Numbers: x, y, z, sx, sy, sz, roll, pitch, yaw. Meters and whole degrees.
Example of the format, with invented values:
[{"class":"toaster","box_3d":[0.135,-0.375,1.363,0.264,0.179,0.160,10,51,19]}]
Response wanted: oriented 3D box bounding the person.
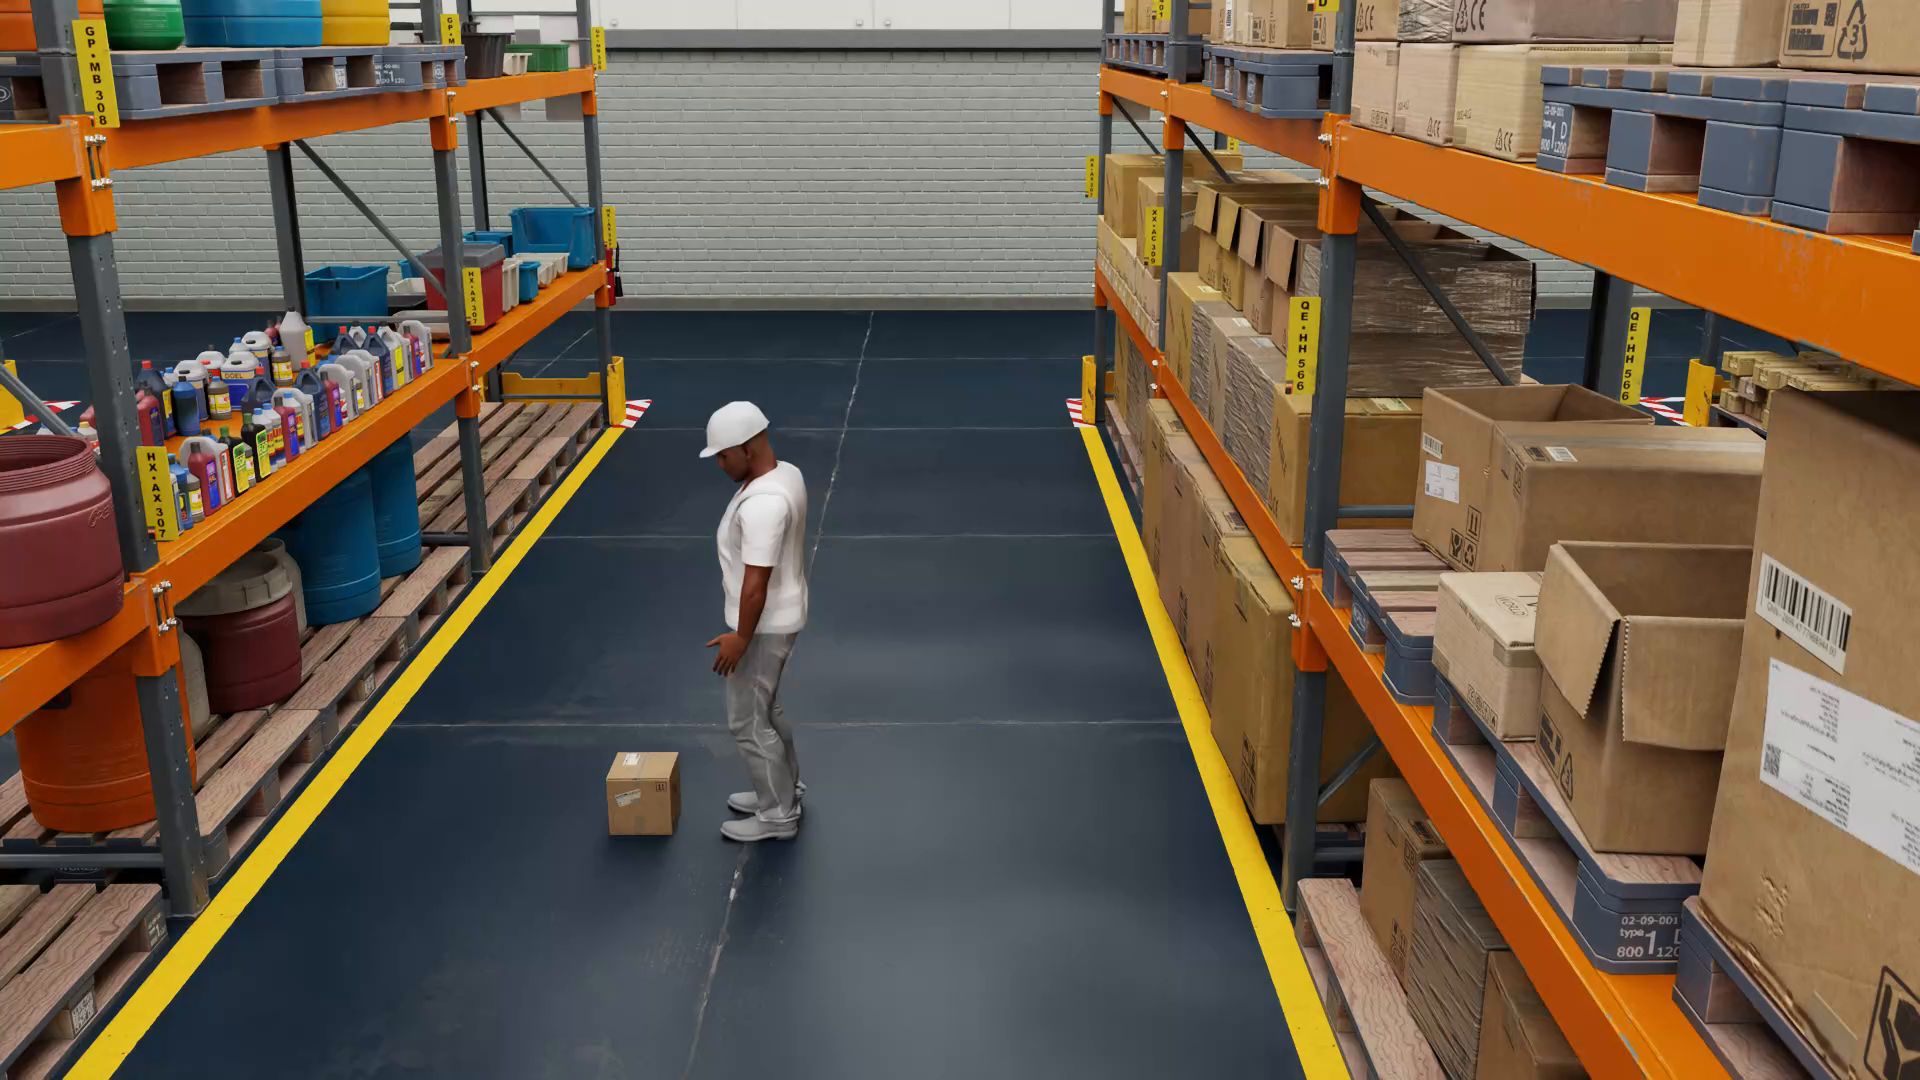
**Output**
[{"class":"person","box_3d":[-0.789,0.318,6.496,0.390,1.748,0.575,0,17,0]}]
